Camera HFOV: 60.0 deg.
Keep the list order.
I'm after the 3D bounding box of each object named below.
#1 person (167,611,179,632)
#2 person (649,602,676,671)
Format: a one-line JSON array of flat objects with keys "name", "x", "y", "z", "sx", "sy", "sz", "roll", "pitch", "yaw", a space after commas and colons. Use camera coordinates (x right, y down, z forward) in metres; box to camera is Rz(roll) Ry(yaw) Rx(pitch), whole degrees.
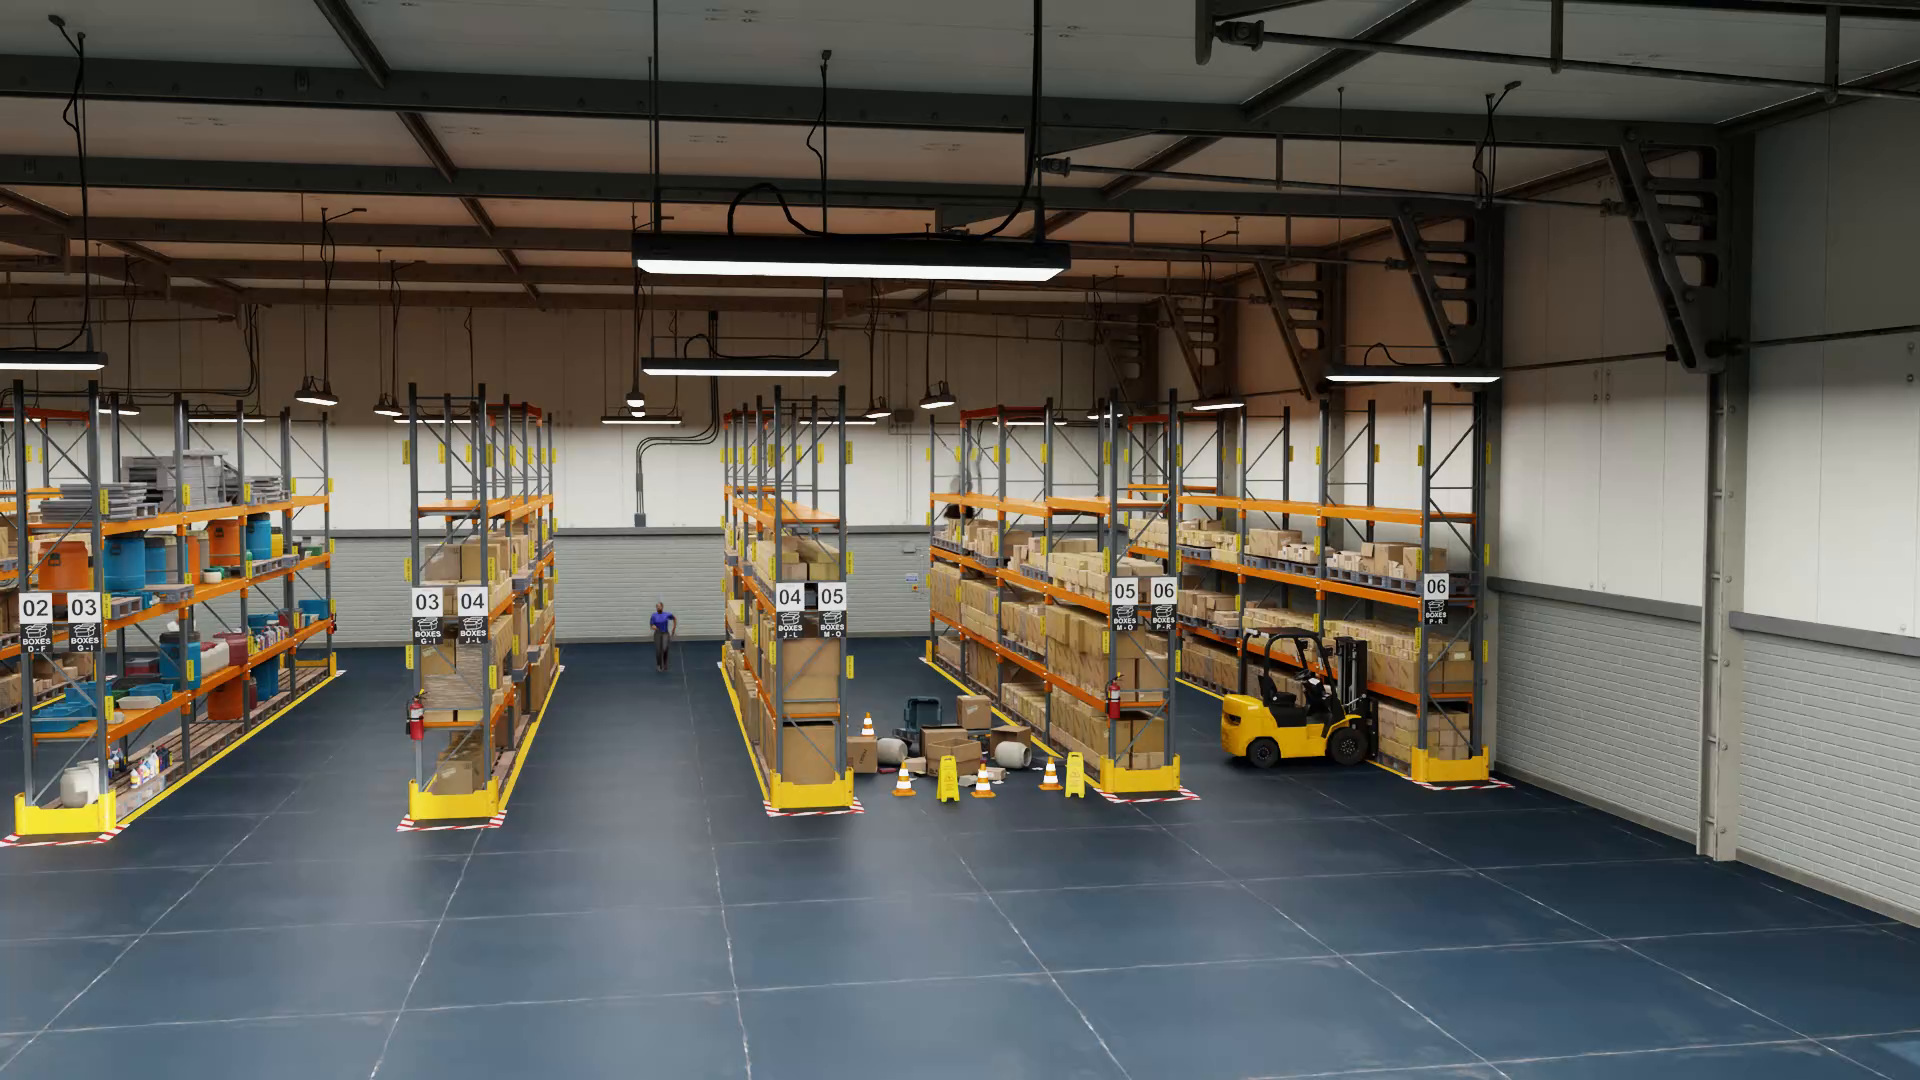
[{"name": "person", "x": -16.814, "y": 2.382, "z": 35.856, "sx": 0.538, "sy": 1.723, "sz": 0.857, "roll": -1, "pitch": 3, "yaw": -21}, {"name": "person", "x": -6.872, "y": 2.231, "z": 38.413, "sx": 0.589, "sy": 1.608, "sz": 0.811, "roll": 0, "pitch": 3, "yaw": -4}]
